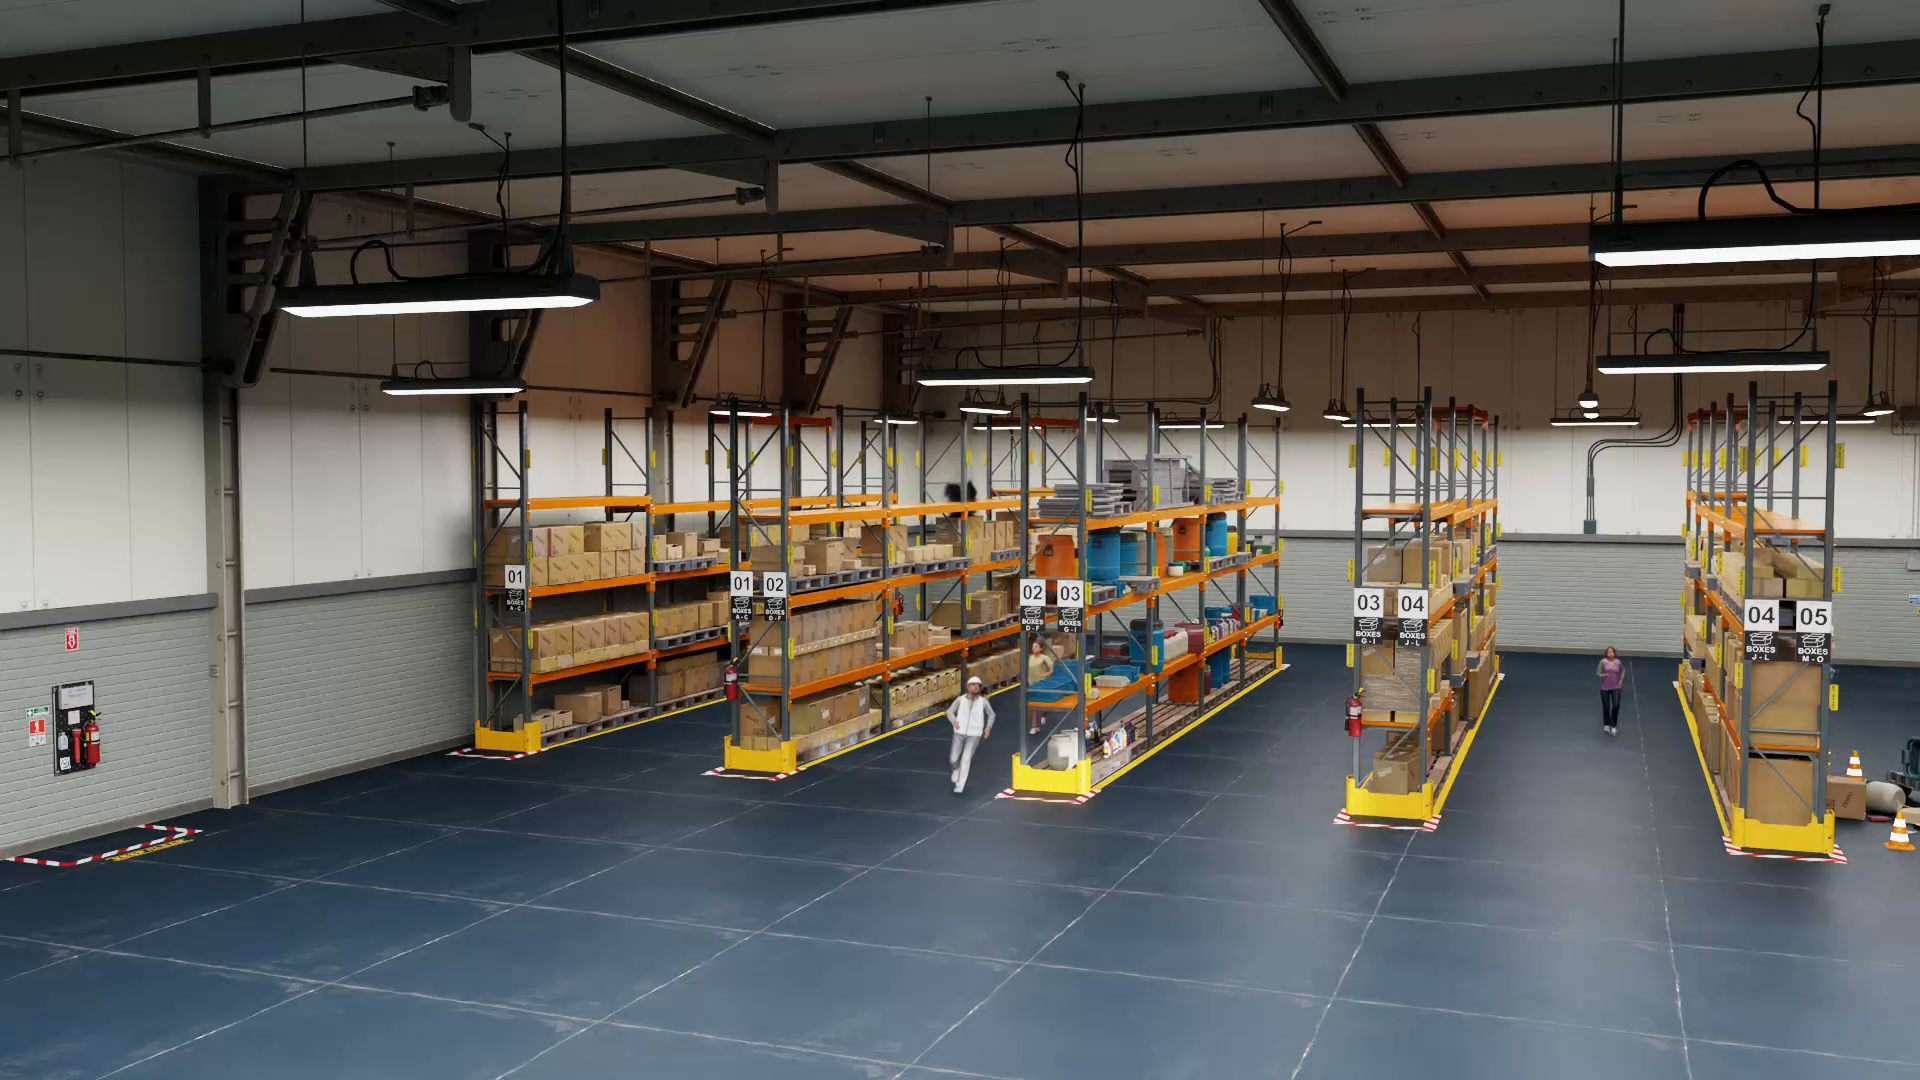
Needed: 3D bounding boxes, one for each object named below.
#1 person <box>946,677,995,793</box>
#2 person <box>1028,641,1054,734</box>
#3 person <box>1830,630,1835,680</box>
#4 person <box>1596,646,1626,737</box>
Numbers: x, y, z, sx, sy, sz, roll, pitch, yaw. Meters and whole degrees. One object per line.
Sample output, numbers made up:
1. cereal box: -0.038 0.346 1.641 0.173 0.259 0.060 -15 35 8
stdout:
1. person: 0.140 2.937 25.078 0.735 1.701 0.781 0 3 8
2. person: 1.447 2.664 30.308 0.572 1.665 0.802 1 3 24
3. person: 19.091 2.404 36.777 0.576 1.615 0.605 1 3 14
4. person: 11.789 2.739 30.126 0.514 1.631 0.653 1 3 18
